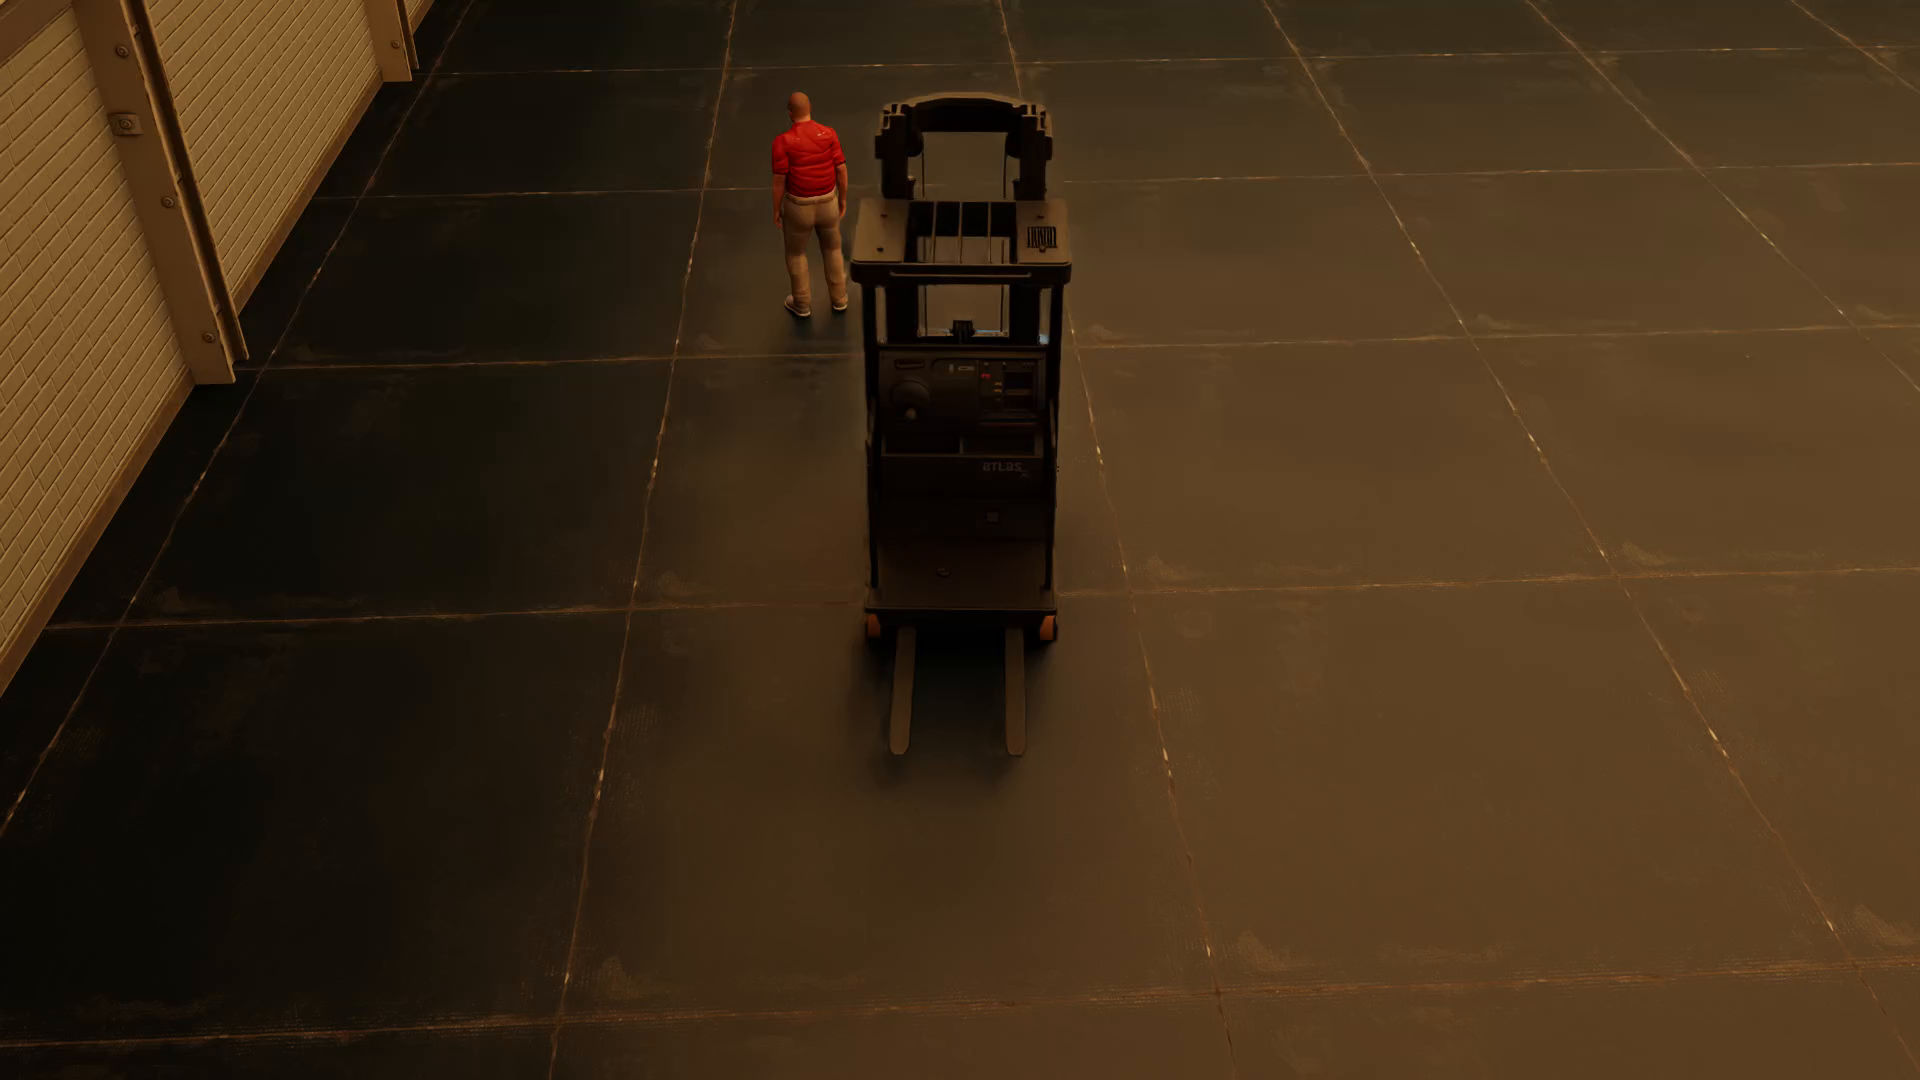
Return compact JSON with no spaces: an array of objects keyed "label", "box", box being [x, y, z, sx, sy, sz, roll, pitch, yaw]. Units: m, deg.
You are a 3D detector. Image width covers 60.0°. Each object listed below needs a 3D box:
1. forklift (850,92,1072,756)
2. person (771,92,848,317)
[{"label":"forklift","box":[0.011,-0.785,9.089,1.130,2.935,3.031,1,36,1]},{"label":"person","box":[-1.127,-2.503,12.470,0.585,1.725,0.396,-13,38,-17]}]
